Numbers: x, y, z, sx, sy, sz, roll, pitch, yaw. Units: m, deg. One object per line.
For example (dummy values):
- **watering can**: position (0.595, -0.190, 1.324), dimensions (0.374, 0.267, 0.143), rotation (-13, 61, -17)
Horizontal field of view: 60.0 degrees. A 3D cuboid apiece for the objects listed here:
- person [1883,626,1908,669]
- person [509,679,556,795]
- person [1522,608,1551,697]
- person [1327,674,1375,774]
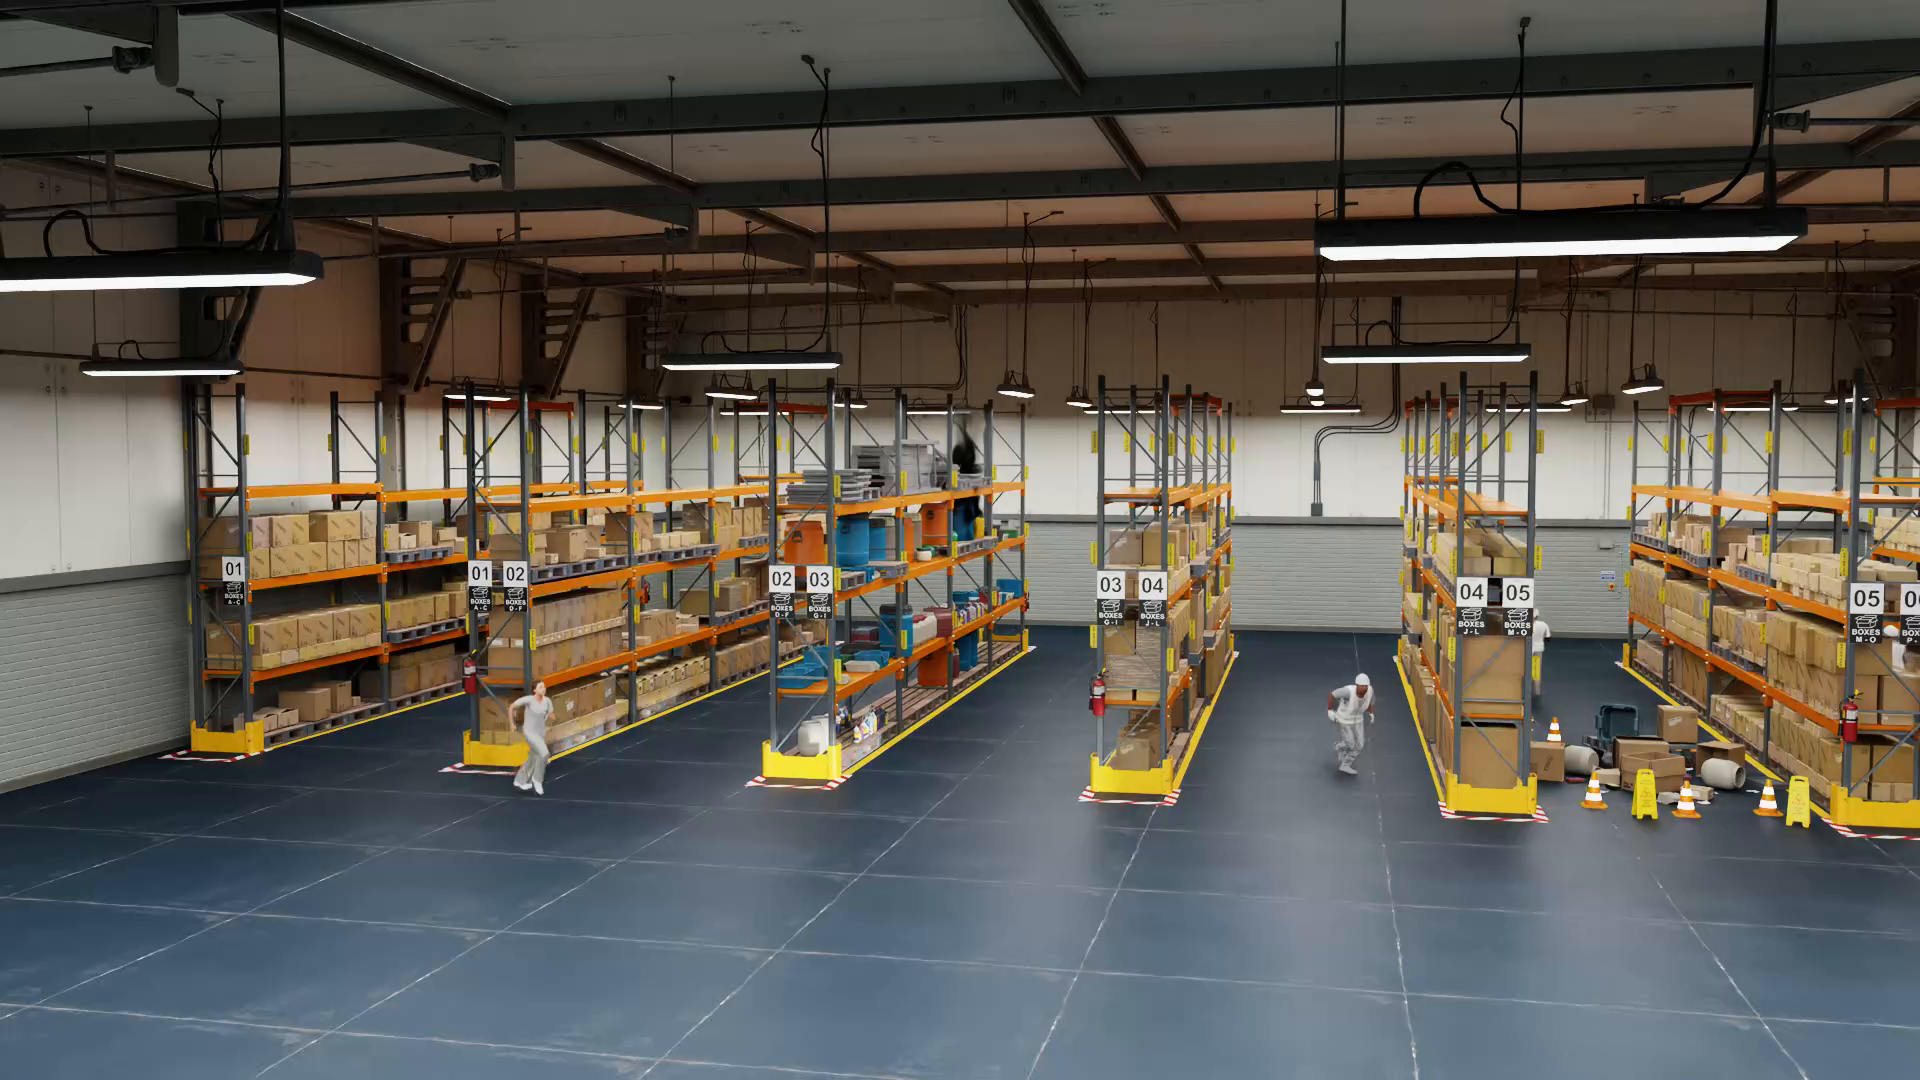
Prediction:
- **person**: position (16.542, 2.431, 29.556), dimensions (0.599, 1.821, 0.831), rotation (1, 3, 9)
- **person**: position (-6.102, 2.919, 23.796), dimensions (0.796, 1.423, 0.590), rotation (2, 4, 36)
- **person**: position (11.334, 2.246, 32.862), dimensions (0.630, 1.811, 0.827), rotation (1, 3, 15)
- **person**: position (5.909, 2.778, 25.159), dimensions (0.711, 1.583, 0.868), rotation (-1, 3, -15)
